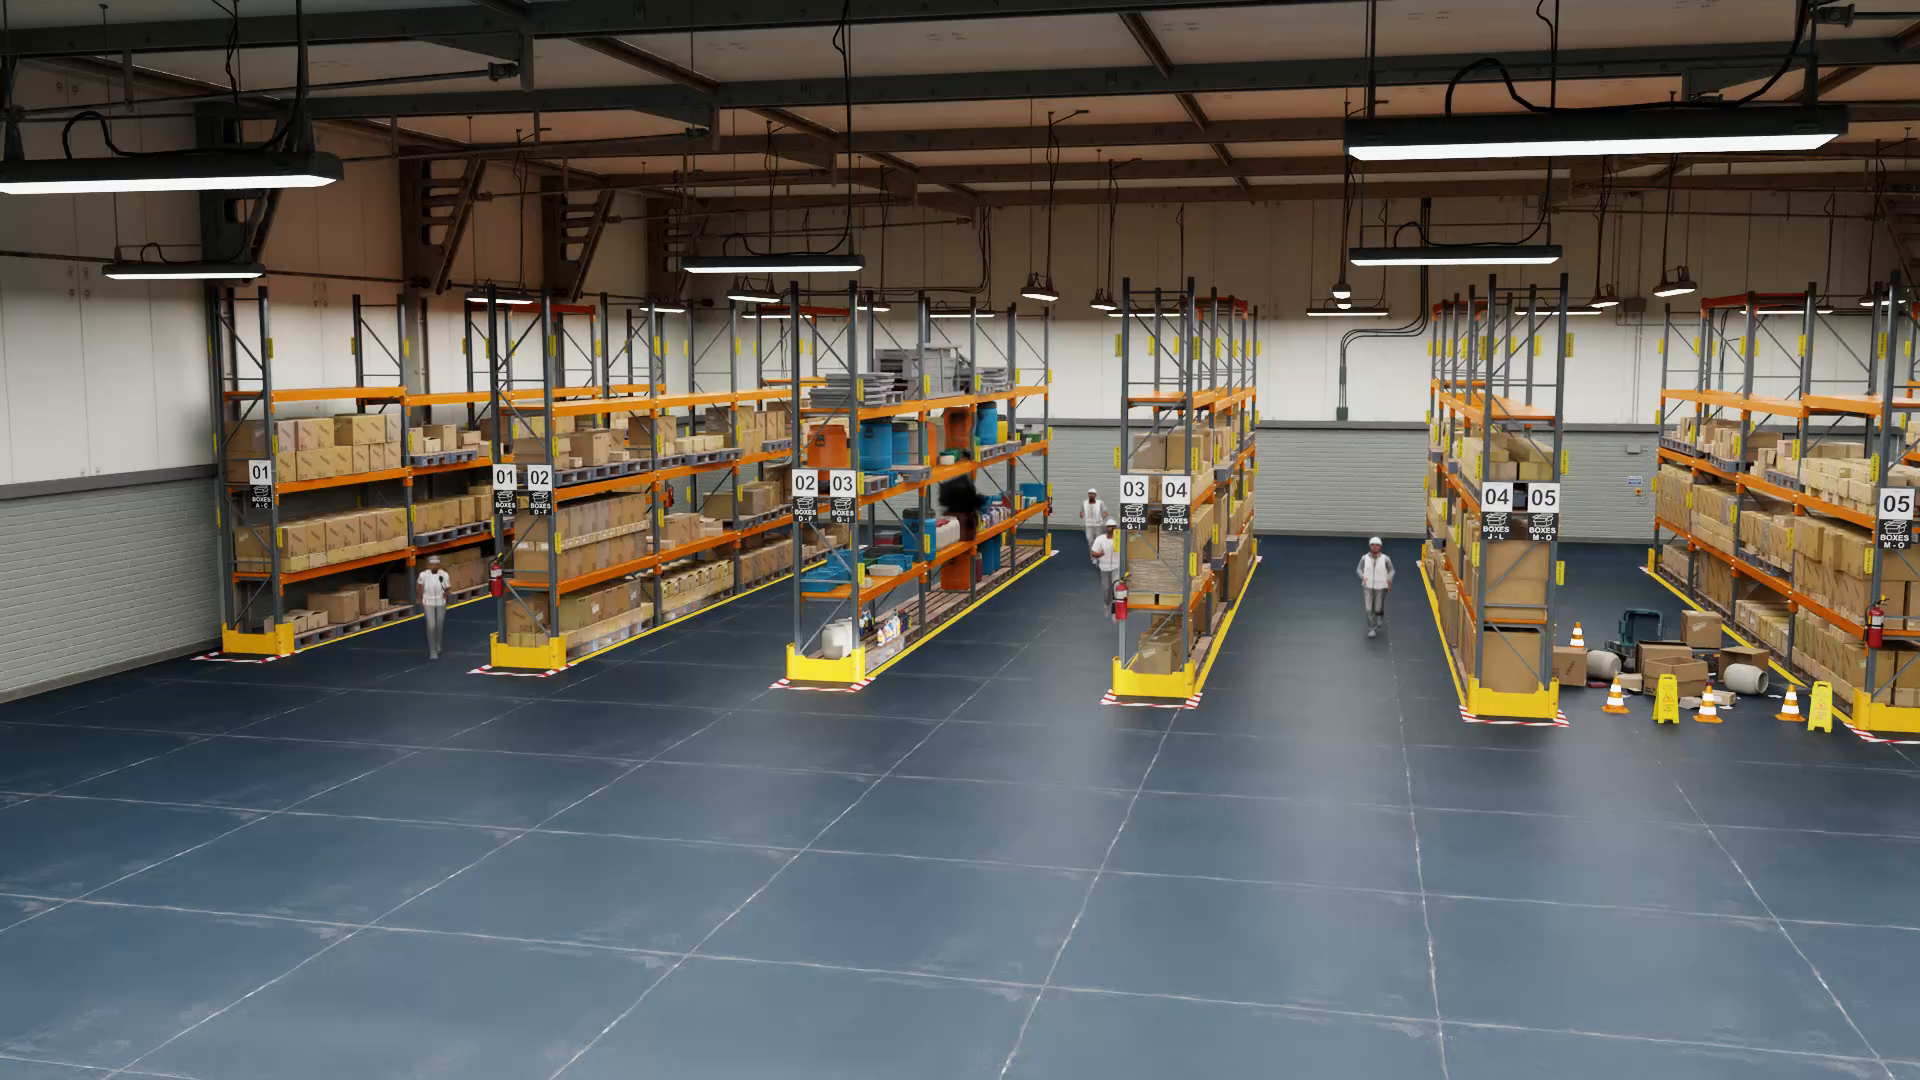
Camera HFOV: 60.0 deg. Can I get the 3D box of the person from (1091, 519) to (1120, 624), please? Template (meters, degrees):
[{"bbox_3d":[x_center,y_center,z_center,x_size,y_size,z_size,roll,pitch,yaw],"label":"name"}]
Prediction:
[{"bbox_3d":[2.652,0.523,29.262,0.690,1.791,0.891,0,7,4],"label":"person"}]

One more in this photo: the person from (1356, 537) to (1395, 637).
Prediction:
[{"bbox_3d":[7.255,0.817,29.091,0.661,1.731,0.584,2,7,19],"label":"person"}]

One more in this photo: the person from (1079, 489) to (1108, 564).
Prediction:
[{"bbox_3d":[3.117,-0.331,38.952,0.679,1.750,0.747,1,7,8],"label":"person"}]

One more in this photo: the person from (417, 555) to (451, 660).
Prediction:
[{"bbox_3d":[-8.535,1.093,27.047,0.506,1.739,0.846,-3,7,-27],"label":"person"}]
